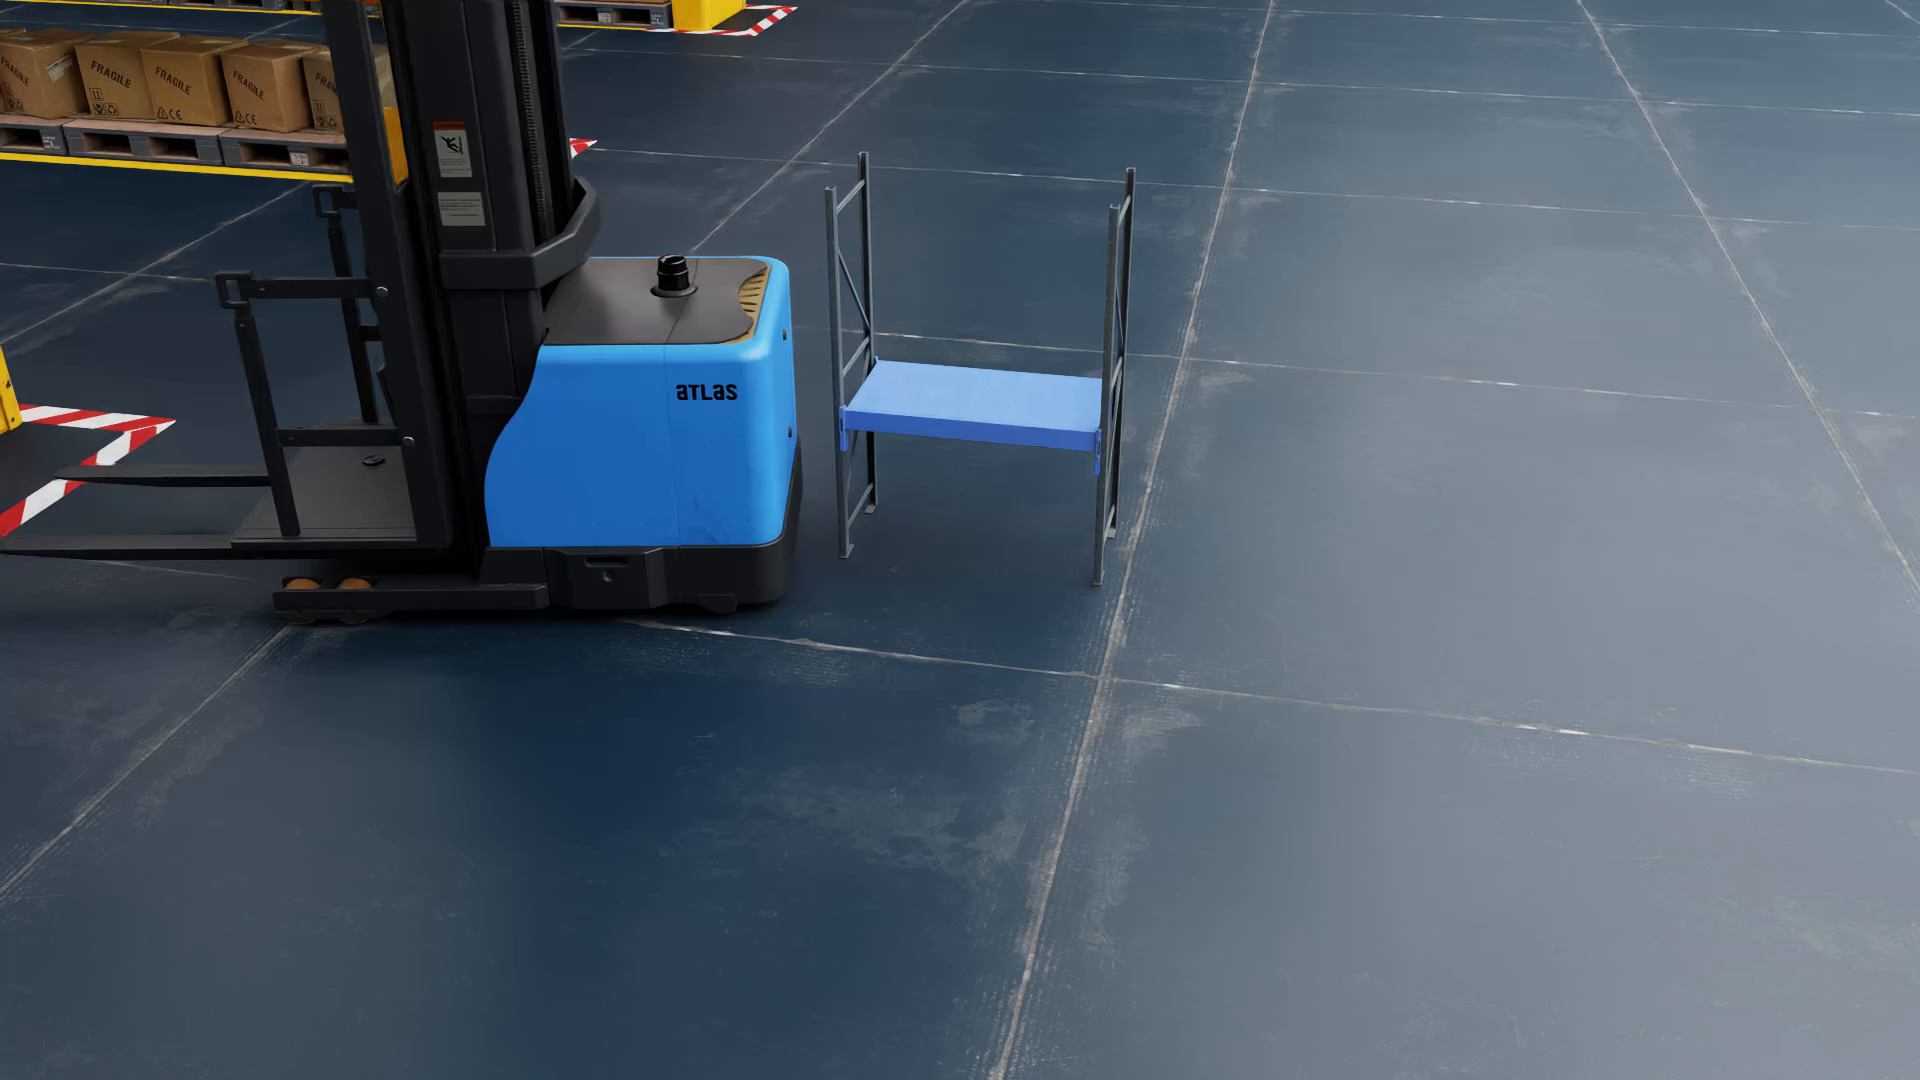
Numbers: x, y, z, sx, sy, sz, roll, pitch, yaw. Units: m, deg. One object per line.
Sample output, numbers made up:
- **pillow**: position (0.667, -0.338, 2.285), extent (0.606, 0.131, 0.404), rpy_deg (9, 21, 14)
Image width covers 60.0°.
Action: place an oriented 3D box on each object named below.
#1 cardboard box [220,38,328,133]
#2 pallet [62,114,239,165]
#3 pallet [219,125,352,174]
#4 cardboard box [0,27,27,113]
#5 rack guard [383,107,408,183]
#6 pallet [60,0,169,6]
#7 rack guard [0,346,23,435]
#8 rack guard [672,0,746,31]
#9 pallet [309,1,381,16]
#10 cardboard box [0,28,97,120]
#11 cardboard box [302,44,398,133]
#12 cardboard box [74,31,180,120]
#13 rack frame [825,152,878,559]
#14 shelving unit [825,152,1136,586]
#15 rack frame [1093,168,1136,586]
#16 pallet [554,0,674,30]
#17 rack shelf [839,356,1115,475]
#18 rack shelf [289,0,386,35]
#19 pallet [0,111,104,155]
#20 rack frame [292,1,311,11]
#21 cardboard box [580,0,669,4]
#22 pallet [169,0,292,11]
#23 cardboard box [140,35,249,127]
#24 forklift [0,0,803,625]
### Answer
- **cardboard box**: position (-4.727, -3.165, 11.574), extent (0.500, 0.500, 0.500), rpy_deg (14, 32, 24)
- **pallet**: position (-5.579, -2.969, 11.954), extent (1.213, 0.211, 1.003), rpy_deg (6, 29, 11)
- **pallet**: position (-4.389, -2.846, 11.728), extent (1.213, 0.211, 1.003), rpy_deg (6, 29, 11)
- **cardboard box**: position (-7.057, -3.393, 11.990), extent (0.500, 0.500, 0.500), rpy_deg (5, 29, 9)
- **rack guard**: position (-3.602, -2.874, 11.480), extent (0.348, 0.500, 1.175), rpy_deg (6, 29, 11)
- **pallet**: position (-8.272, -5.624, 16.802), extent (1.213, 0.211, 1.003), rpy_deg (6, 29, 11)
- **rack guard**: position (-4.646, -0.526, 7.191), extent (0.348, 0.500, 1.175), rpy_deg (6, 29, 11)
- **rack guard**: position (-2.370, -5.184, 15.698), extent (0.348, 0.500, 1.175), rpy_deg (6, 29, 11)
- **pallet**: position (-5.578, -5.347, 16.298), extent (1.213, 0.211, 1.003), rpy_deg (6, 29, 11)
- **cardboard box**: position (-6.495, -3.339, 11.892), extent (0.500, 0.500, 0.500), rpy_deg (16, 32, 26)
- **cardboard box**: position (-4.135, -3.121, 11.494), extent (0.500, 0.500, 0.500), rpy_deg (11, 31, 20)
- **cardboard box**: position (-5.871, -3.314, 11.845), extent (0.500, 0.500, 0.500), rpy_deg (3, 29, 6)
- **rack frame**: position (-0.414, -0.700, 6.467), extent (0.032, 1.500, 0.500), rpy_deg (6, 29, 11)
- **shelving unit**: position (0.083, -0.649, 6.374), extent (1.048, 1.500, 0.538), rpy_deg (6, 29, 11)
- **rack frame**: position (0.581, -0.598, 6.281), extent (0.032, 1.500, 0.500), rpy_deg (6, 29, 11)
- **pallet**: position (-3.191, -5.103, 15.851), extent (1.213, 0.211, 1.003), rpy_deg (6, 29, 11)
- **rack shelf**: position (0.083, -0.492, 6.461), extent (1.000, 0.185, 0.538), rpy_deg (6, 29, 11)
- **rack shelf**: position (-5.484, -3.848, 11.405), extent (4.000, 0.370, 1.077), rpy_deg (6, 29, 11)
- **pallet**: position (-6.775, -3.090, 12.175), extent (1.213, 0.211, 1.003), rpy_deg (6, 29, 11)
- **rack frame**: position (-6.305, -6.684, 15.834), extent (0.127, 3.000, 1.000), rpy_deg (6, 29, 11)
- **cardboard box**: position (-3.070, -5.572, 15.579), extent (0.875, 0.875, 0.875), rpy_deg (6, 29, 11)
- **pallet**: position (-7.075, -5.502, 16.581), extent (1.213, 0.211, 1.003), rpy_deg (6, 29, 11)
- **cardboard box**: position (-5.335, -3.237, 11.705), extent (0.500, 0.500, 0.500), rpy_deg (9, 30, 15)
- **forklift**: position (-2.169, -1.229, 5.942), extent (3.031, 2.935, 1.130), rpy_deg (0, 29, -1)
